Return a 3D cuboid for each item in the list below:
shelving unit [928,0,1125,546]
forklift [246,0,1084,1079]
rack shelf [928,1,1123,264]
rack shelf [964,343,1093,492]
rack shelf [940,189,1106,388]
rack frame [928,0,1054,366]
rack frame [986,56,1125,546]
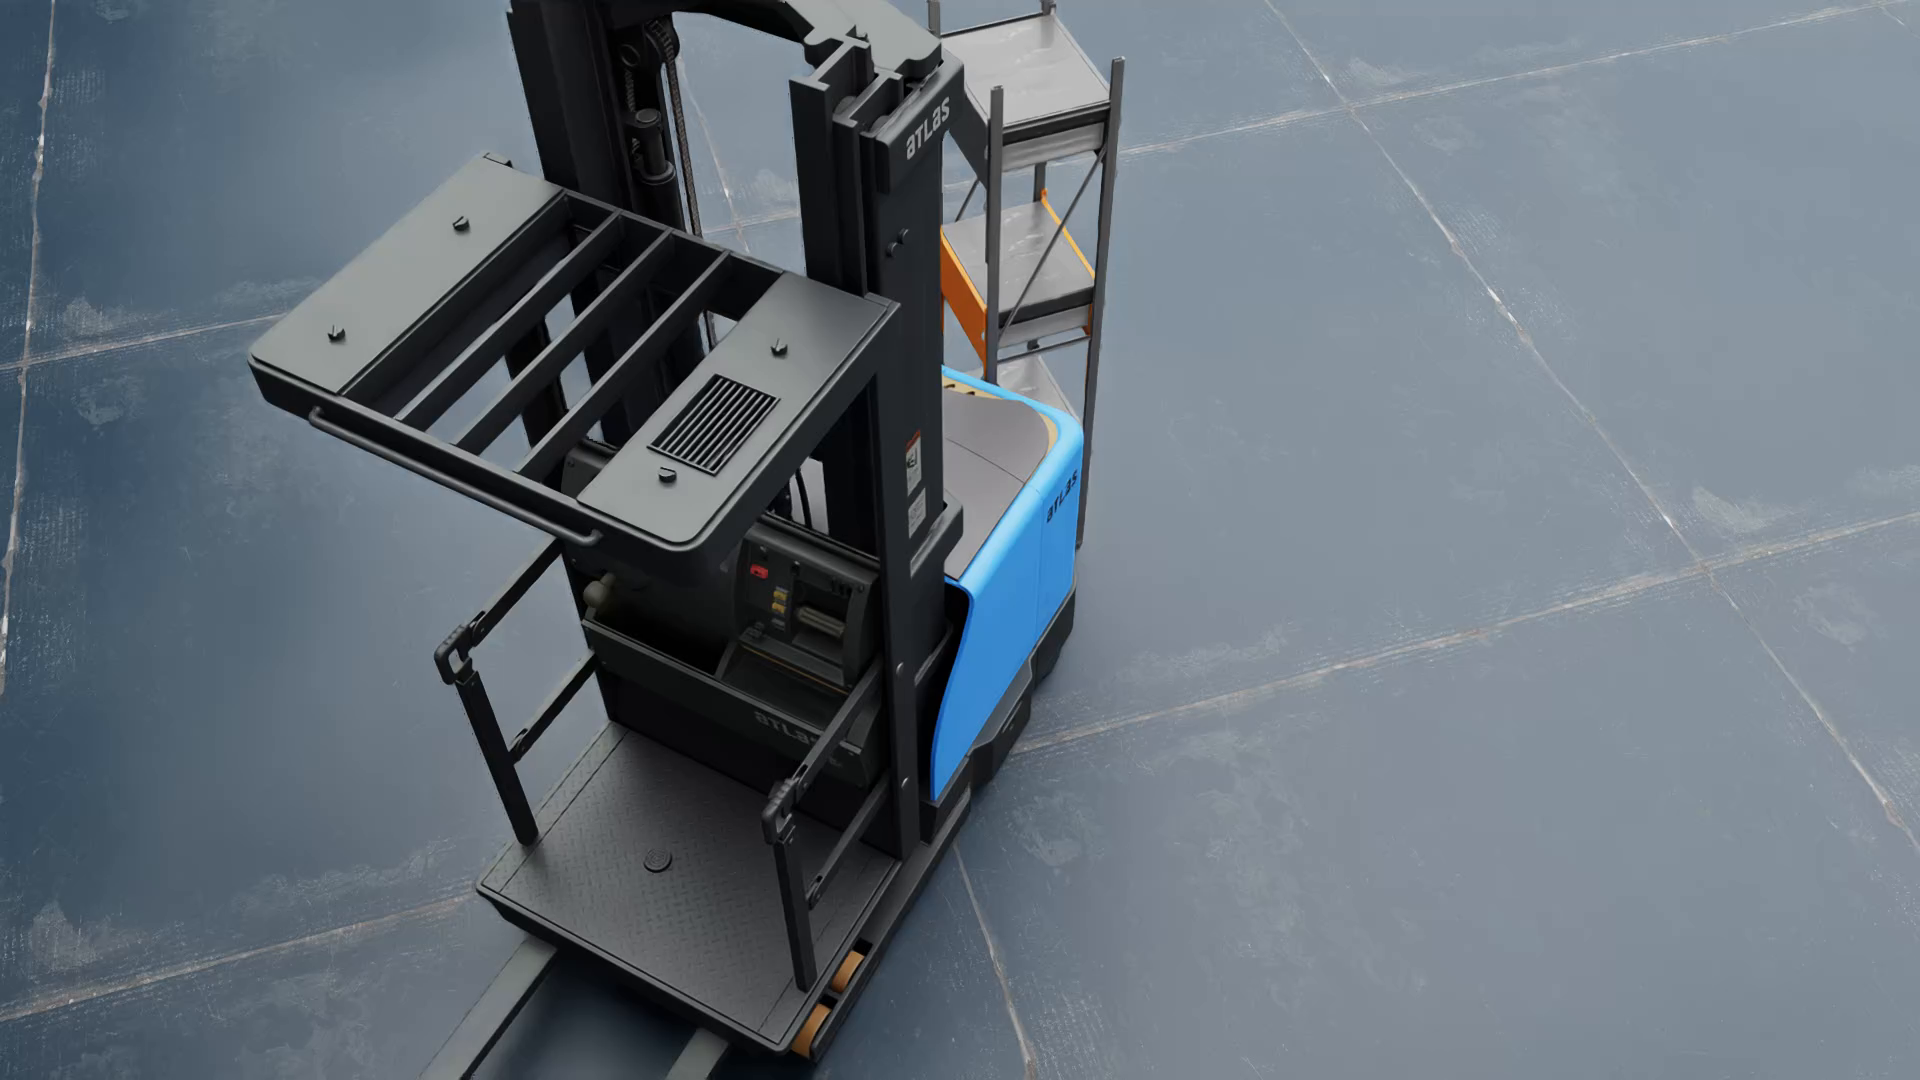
[{"bbox_3d":[0.183,-0.786,5.540,0.431,2.100,0.503,-17,52,-14],"label":"shelving unit"},{"bbox_3d":[-0.743,0.187,4.175,1.130,2.935,3.031,22,53,18],"label":"forklift"},{"bbox_3d":[0.183,-1.229,5.015,0.431,0.518,0.480,-17,52,-14],"label":"rack shelf"},{"bbox_3d":[0.183,-0.326,6.085,0.431,0.518,0.480,-17,52,-14],"label":"rack shelf"},{"bbox_3d":[0.183,-0.778,5.550,0.431,0.518,0.480,-17,52,-14],"label":"rack shelf"},{"bbox_3d":[0.094,-0.960,5.686,0.400,2.100,0.015,-17,52,-14],"label":"rack frame"},{"bbox_3d":[0.272,-0.613,5.393,0.400,2.100,0.015,-17,52,-14],"label":"rack frame"}]
